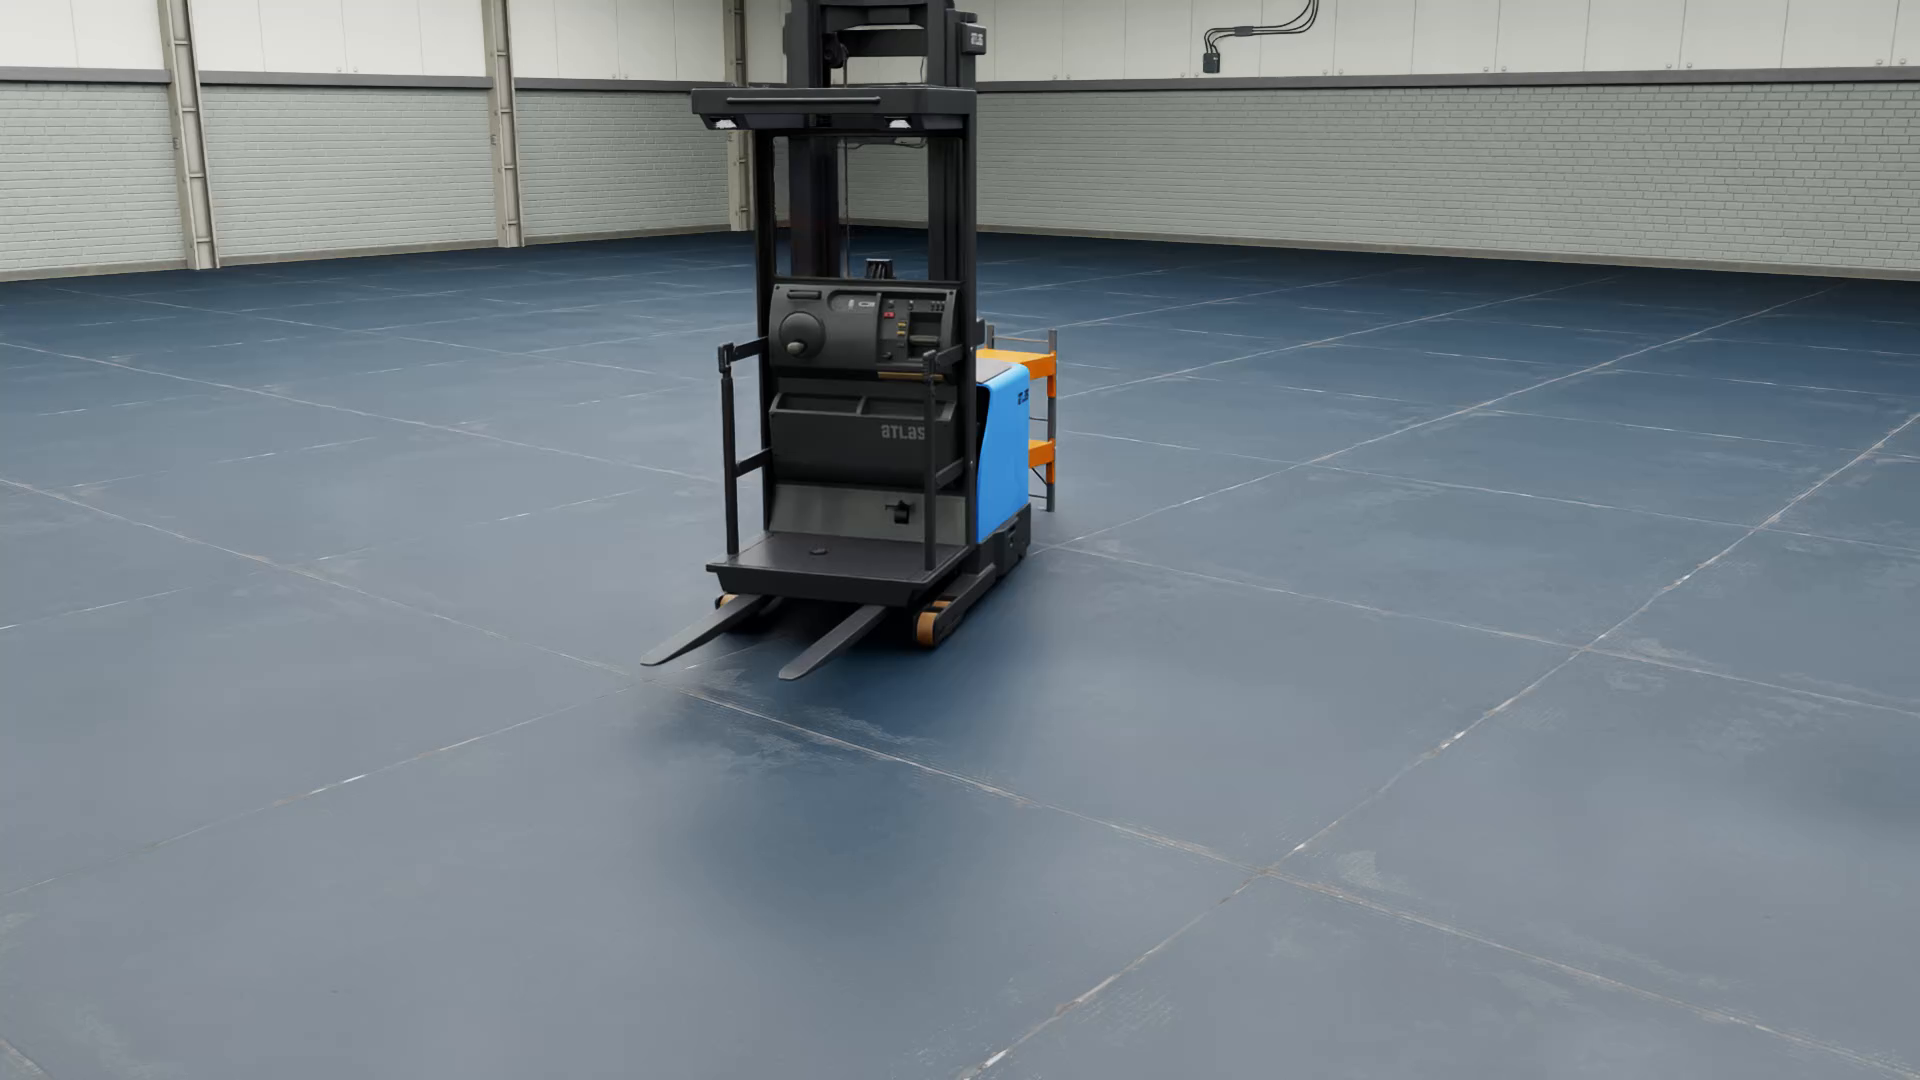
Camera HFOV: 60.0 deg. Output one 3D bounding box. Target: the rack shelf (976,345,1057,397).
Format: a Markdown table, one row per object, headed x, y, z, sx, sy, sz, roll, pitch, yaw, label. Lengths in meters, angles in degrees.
| x | y | z | sx | sy | sz | roll | pitch | yaw | label |
| --- | --- | --- | --- | --- | --- | --- | --- | --- | --- |
| 0.090 | -0.943 | 9.860 | 0.538 | 0.278 | 1.000 | 10 | 17 | 33 | rack shelf |

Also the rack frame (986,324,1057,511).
| x | y | z | sx | sy | sz | roll | pitch | yaw | label |
| --- | --- | --- | --- | --- | --- | --- | --- | --- | --- |
| 0.376 | -0.762 | 10.339 | 0.500 | 1.125 | 0.032 | 10 | 17 | 33 | rack frame |

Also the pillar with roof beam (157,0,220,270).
| x | y | z | sx | sy | sz | roll | pitch | yaw | label |
| --- | --- | --- | --- | --- | --- | --- | --- | --- | --- |
| -8.926 | -8.105 | 23.250 | 9.100 | 9.000 | 0.400 | 11 | 18 | 38 | pillar with roof beam |

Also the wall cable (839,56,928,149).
| x | y | z | sx | sy | sz | roll | pitch | yaw | label |
| --- | --- | --- | --- | --- | --- | --- | --- | --- | --- |
| -1.852 | -9.924 | 36.716 | 3.097 | 2.526 | 0.112 | 11 | 18 | 38 | wall cable |

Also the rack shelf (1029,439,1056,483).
| x | y | z | sx | sy | sz | roll | pitch | yaw | label |
| --- | --- | --- | --- | --- | --- | --- | --- | --- | --- |
| 0.090 | -0.422 | 9.992 | 0.538 | 0.278 | 1.000 | 10 | 17 | 33 | rack shelf |

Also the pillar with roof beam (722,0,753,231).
| x | y | z | sx | sy | sz | roll | pitch | yaw | label |
| --- | --- | --- | --- | --- | --- | --- | --- | --- | --- |
| -1.384 | -10.403 | 32.296 | 9.100 | 9.000 | 0.400 | 11 | 18 | 38 | pillar with roof beam |

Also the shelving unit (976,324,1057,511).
| x | y | z | sx | sy | sz | roll | pitch | yaw | label |
| --- | --- | --- | --- | --- | --- | --- | --- | --- | --- |
| 0.090 | -0.659 | 9.932 | 0.538 | 1.125 | 1.048 | 10 | 17 | 33 | shelving unit |

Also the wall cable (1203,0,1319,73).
| x | y | z | sx | sy | sz | roll | pitch | yaw | label |
| --- | --- | --- | --- | --- | --- | --- | --- | --- | --- |
| 5.522 | -11.605 | 30.120 | 2.305 | 6.003 | 0.169 | 11 | 18 | 38 | wall cable |

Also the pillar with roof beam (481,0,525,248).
| x | y | z | sx | sy | sz | roll | pitch | yaw | label |
| --- | --- | --- | --- | --- | --- | --- | --- | --- | --- |
| -5.155 | -9.254 | 27.773 | 9.100 | 9.000 | 0.400 | 11 | 18 | 38 | pillar with roof beam |

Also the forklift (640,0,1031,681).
| x | y | z | sx | sy | sz | roll | pitch | yaw | label |
| --- | --- | --- | --- | --- | --- | --- | --- | --- | --- |
| -0.531 | -1.034 | 7.742 | 1.130 | 2.935 | 3.031 | 4 | 15 | 17 | forklift |
